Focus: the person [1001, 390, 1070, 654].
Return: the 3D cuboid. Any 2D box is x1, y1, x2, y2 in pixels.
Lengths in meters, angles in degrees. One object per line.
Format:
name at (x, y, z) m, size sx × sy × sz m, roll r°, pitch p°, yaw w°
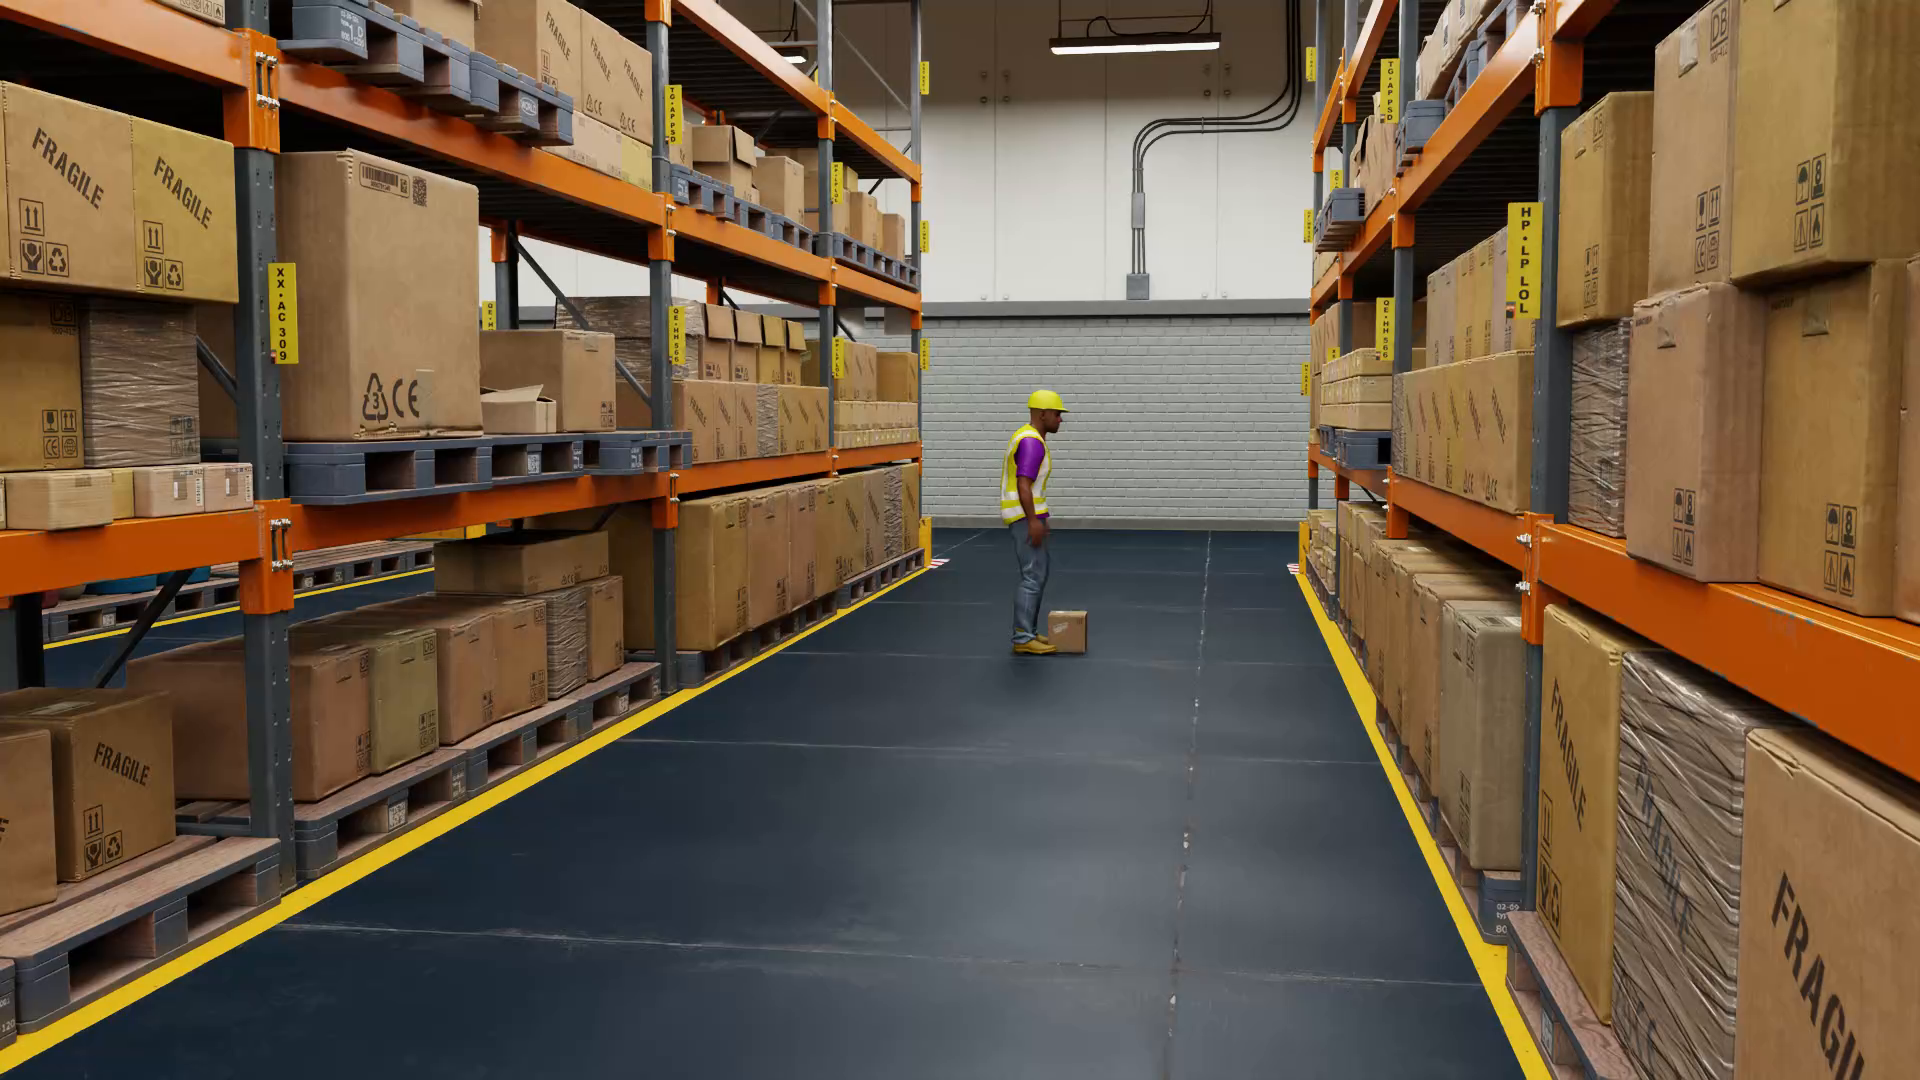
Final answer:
person at (0.508, -0.133, 11.243) m, size 0.461 × 1.760 × 0.636 m, roll 1°, pitch 4°, yaw 8°
